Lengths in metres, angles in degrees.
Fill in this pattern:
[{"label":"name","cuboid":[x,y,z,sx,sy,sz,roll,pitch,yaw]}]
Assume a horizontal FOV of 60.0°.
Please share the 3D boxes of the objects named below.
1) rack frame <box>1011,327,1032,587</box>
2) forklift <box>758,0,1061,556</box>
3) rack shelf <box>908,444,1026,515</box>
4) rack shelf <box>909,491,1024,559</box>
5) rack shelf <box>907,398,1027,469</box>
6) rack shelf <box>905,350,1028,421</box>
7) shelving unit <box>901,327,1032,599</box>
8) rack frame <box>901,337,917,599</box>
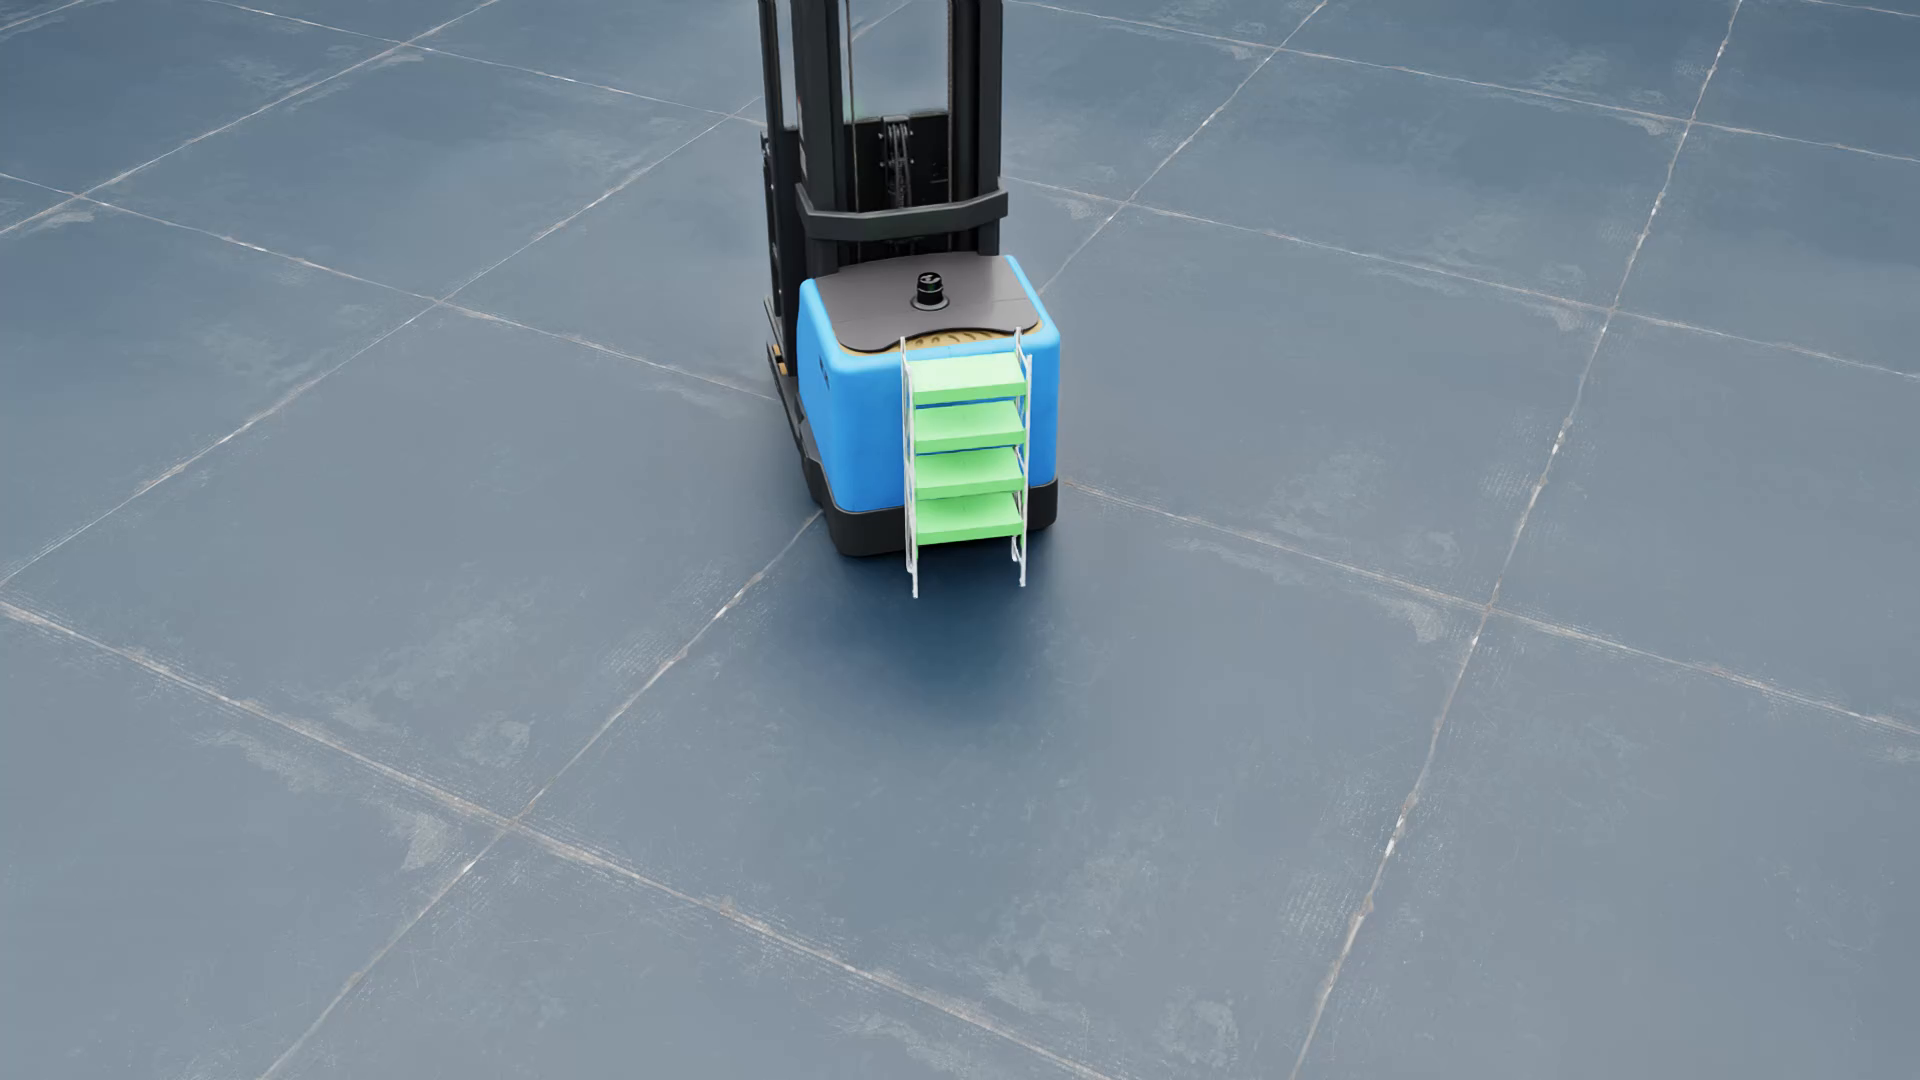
[{"label":"rack frame","cuboid":[0.263,-0.339,7.205,0.015,1.200,0.240,-6,38,-8]},{"label":"forklift","cuboid":[-0.407,-1.986,7.943,1.130,2.935,3.031,-9,38,-11]},{"label":"rack shelf","cuboid":[0.023,-0.263,7.210,0.480,0.148,0.258,-6,38,-8]},{"label":"rack shelf","cuboid":[0.023,-0.072,7.355,0.480,0.148,0.258,-6,38,-8]},{"label":"rack shelf","cuboid":[0.023,-0.455,7.065,0.480,0.148,0.258,-6,38,-8]},{"label":"rack shelf","cuboid":[0.023,-0.646,6.920,0.480,0.148,0.258,-6,38,-8]},{"label":"shelving unit","cuboid":[0.023,-0.314,7.172,0.503,1.200,0.258,-6,38,-8]},{"label":"rack frame","cuboid":[-0.217,-0.289,7.138,0.015,1.200,0.240,-6,38,-8]}]
